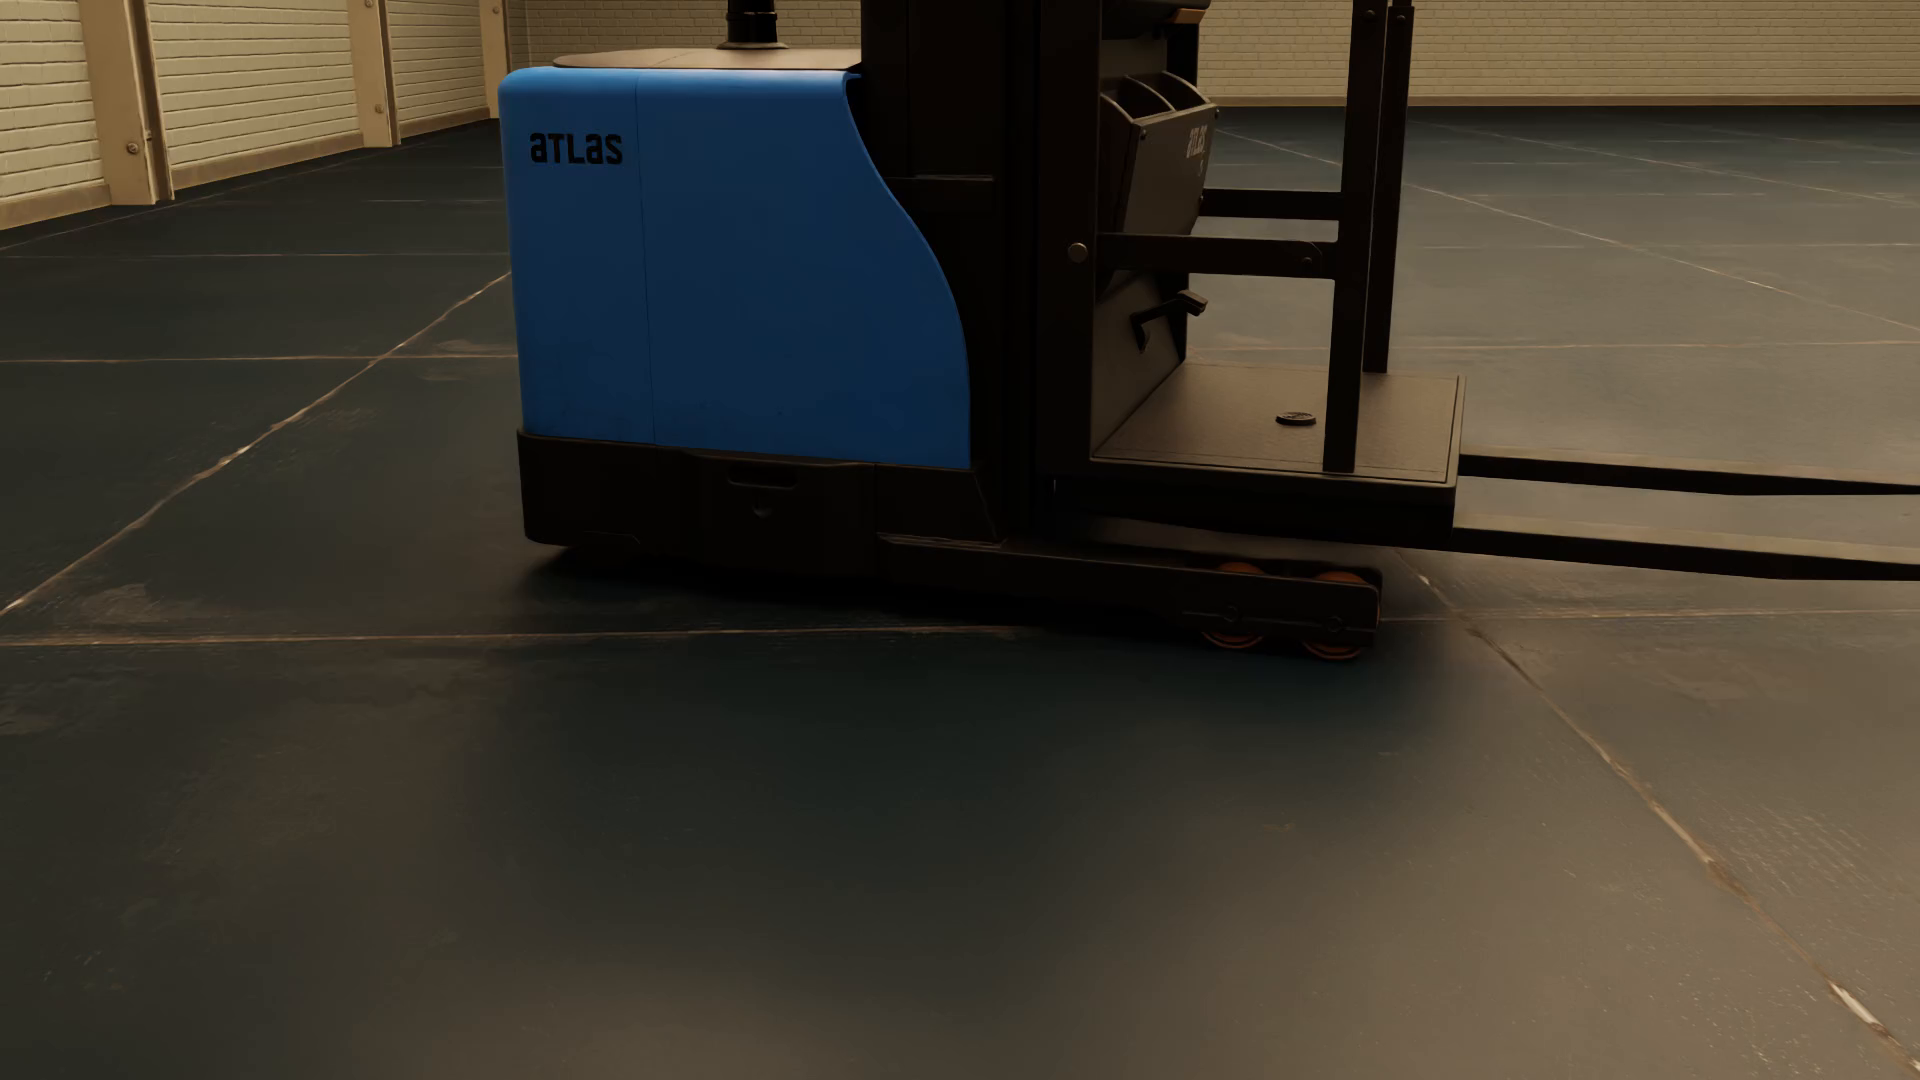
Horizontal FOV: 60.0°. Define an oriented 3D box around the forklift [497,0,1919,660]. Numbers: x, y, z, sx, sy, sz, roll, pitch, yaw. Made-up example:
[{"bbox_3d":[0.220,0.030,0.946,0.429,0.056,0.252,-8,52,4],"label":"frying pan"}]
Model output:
[{"bbox_3d":[0.601,-1.347,3.311,3.031,2.935,1.130,5,18,16],"label":"forklift"}]
